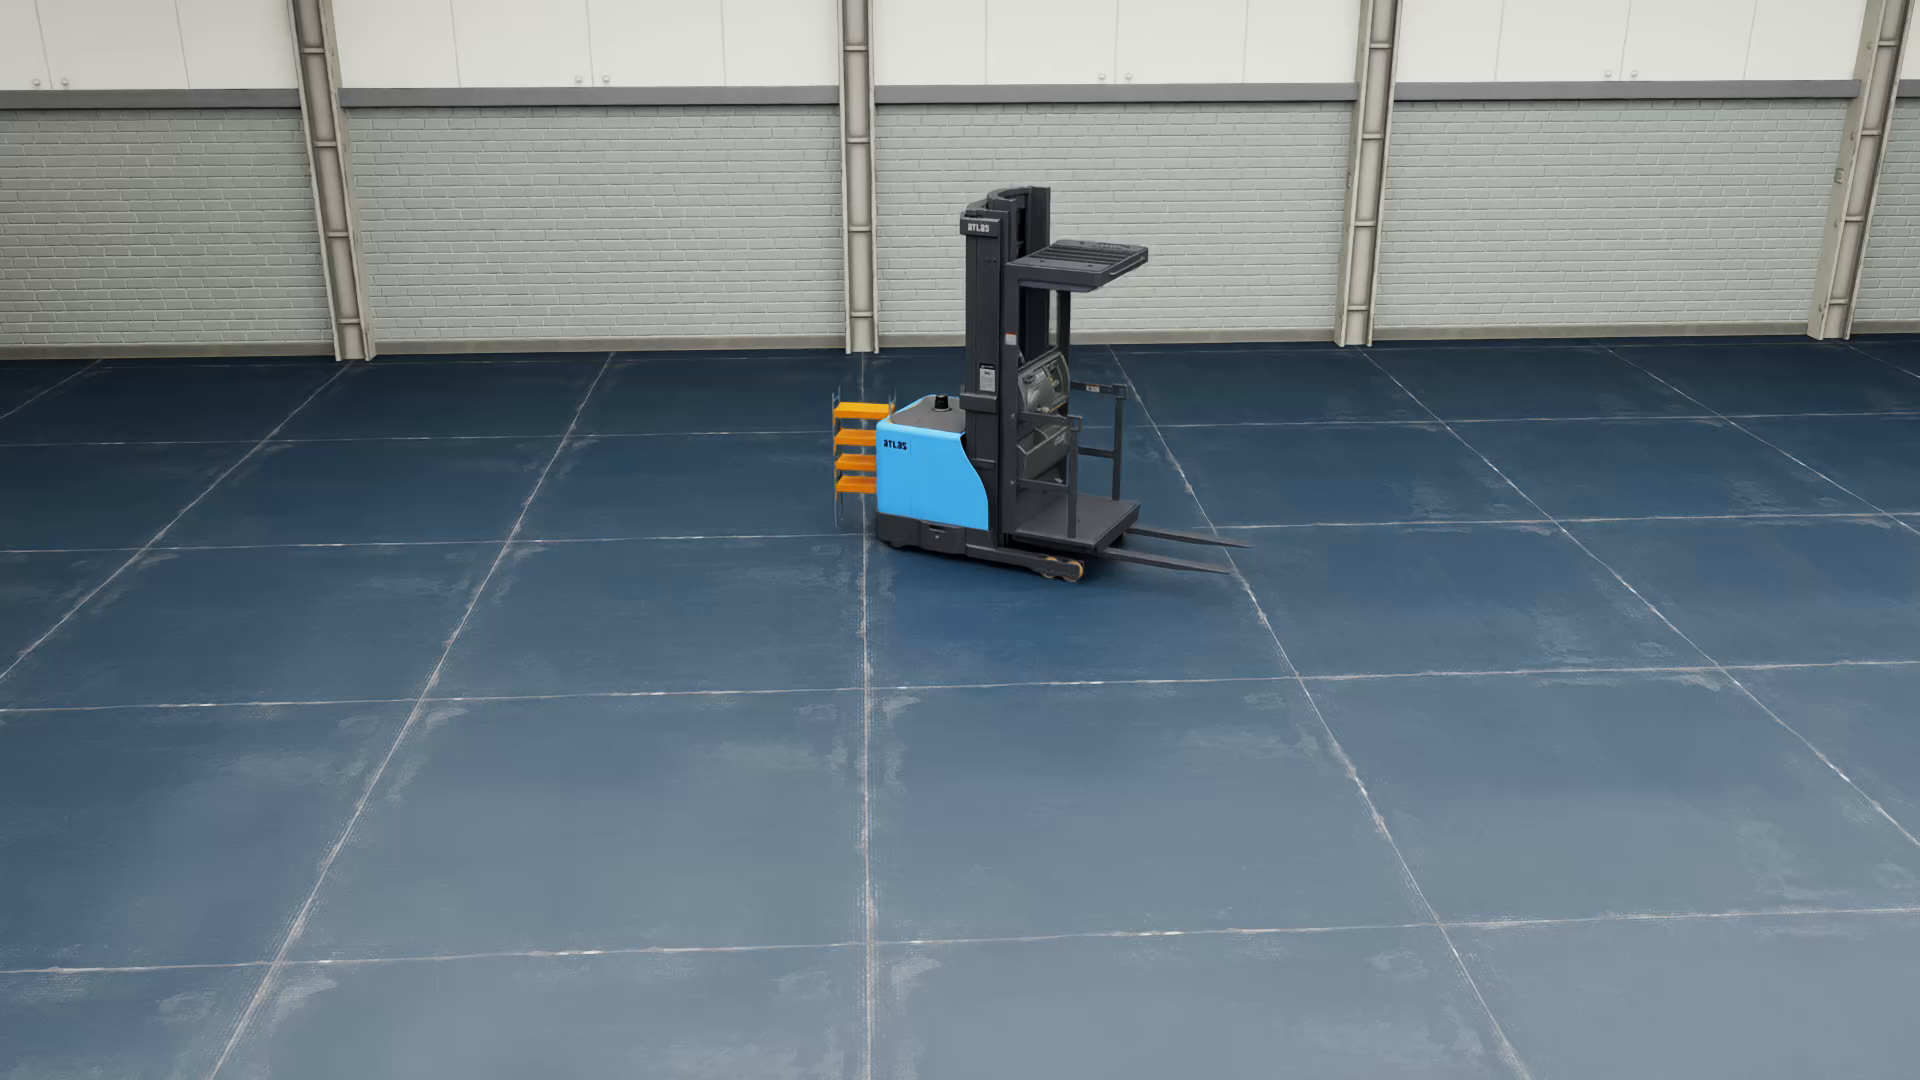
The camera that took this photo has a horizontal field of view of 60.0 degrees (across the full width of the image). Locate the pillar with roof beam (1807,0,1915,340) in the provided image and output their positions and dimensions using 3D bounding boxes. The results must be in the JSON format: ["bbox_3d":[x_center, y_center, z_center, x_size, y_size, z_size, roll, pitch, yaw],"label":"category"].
[{"bbox_3d":[11.047,-5.212,15.095,0.400,9.000,9.100,-1,21,-3],"label":"pillar with roof beam"}]

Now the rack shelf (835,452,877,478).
[{"bbox_3d":[-0.805,-0.630,14.209,0.480,0.148,0.258,3,21,9],"label":"rack shelf"}]

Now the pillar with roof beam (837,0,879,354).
[{"bbox_3d":[-0.933,-4.968,14.455,0.400,9.000,9.100,-1,21,-3],"label":"pillar with roof beam"}]

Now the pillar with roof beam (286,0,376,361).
[{"bbox_3d":[-6.923,-4.847,14.135,0.400,9.000,9.100,-1,21,-3],"label":"pillar with roof beam"}]

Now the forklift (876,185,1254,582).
[{"bbox_3d":[0.853,-1.252,13.220,3.031,2.935,1.130,10,23,24],"label":"forklift"}]

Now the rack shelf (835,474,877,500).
[{"bbox_3d":[-0.805,-0.444,14.280,0.480,0.148,0.258,3,21,9],"label":"rack shelf"}]

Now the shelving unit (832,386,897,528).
[{"bbox_3d":[-0.805,-0.693,14.185,0.503,1.200,0.258,3,21,9],"label":"shelving unit"}]

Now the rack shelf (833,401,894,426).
[{"bbox_3d":[-0.805,-1.060,14.045,0.480,0.148,0.258,3,21,9],"label":"rack shelf"}]

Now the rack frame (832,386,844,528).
[{"bbox_3d":[-1.046,-0.707,14.223,0.015,1.200,0.240,3,21,9],"label":"rack frame"}]

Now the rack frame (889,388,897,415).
[{"bbox_3d":[-0.565,-0.678,14.147,0.015,1.200,0.240,3,21,9],"label":"rack frame"}]

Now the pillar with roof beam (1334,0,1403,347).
[{"bbox_3d":[5.057,-5.090,14.775,0.400,9.000,9.100,-1,21,-3],"label":"pillar with roof beam"}]

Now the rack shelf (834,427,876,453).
[{"bbox_3d":[-0.805,-0.839,14.129,0.480,0.148,0.258,3,21,9],"label":"rack shelf"}]
